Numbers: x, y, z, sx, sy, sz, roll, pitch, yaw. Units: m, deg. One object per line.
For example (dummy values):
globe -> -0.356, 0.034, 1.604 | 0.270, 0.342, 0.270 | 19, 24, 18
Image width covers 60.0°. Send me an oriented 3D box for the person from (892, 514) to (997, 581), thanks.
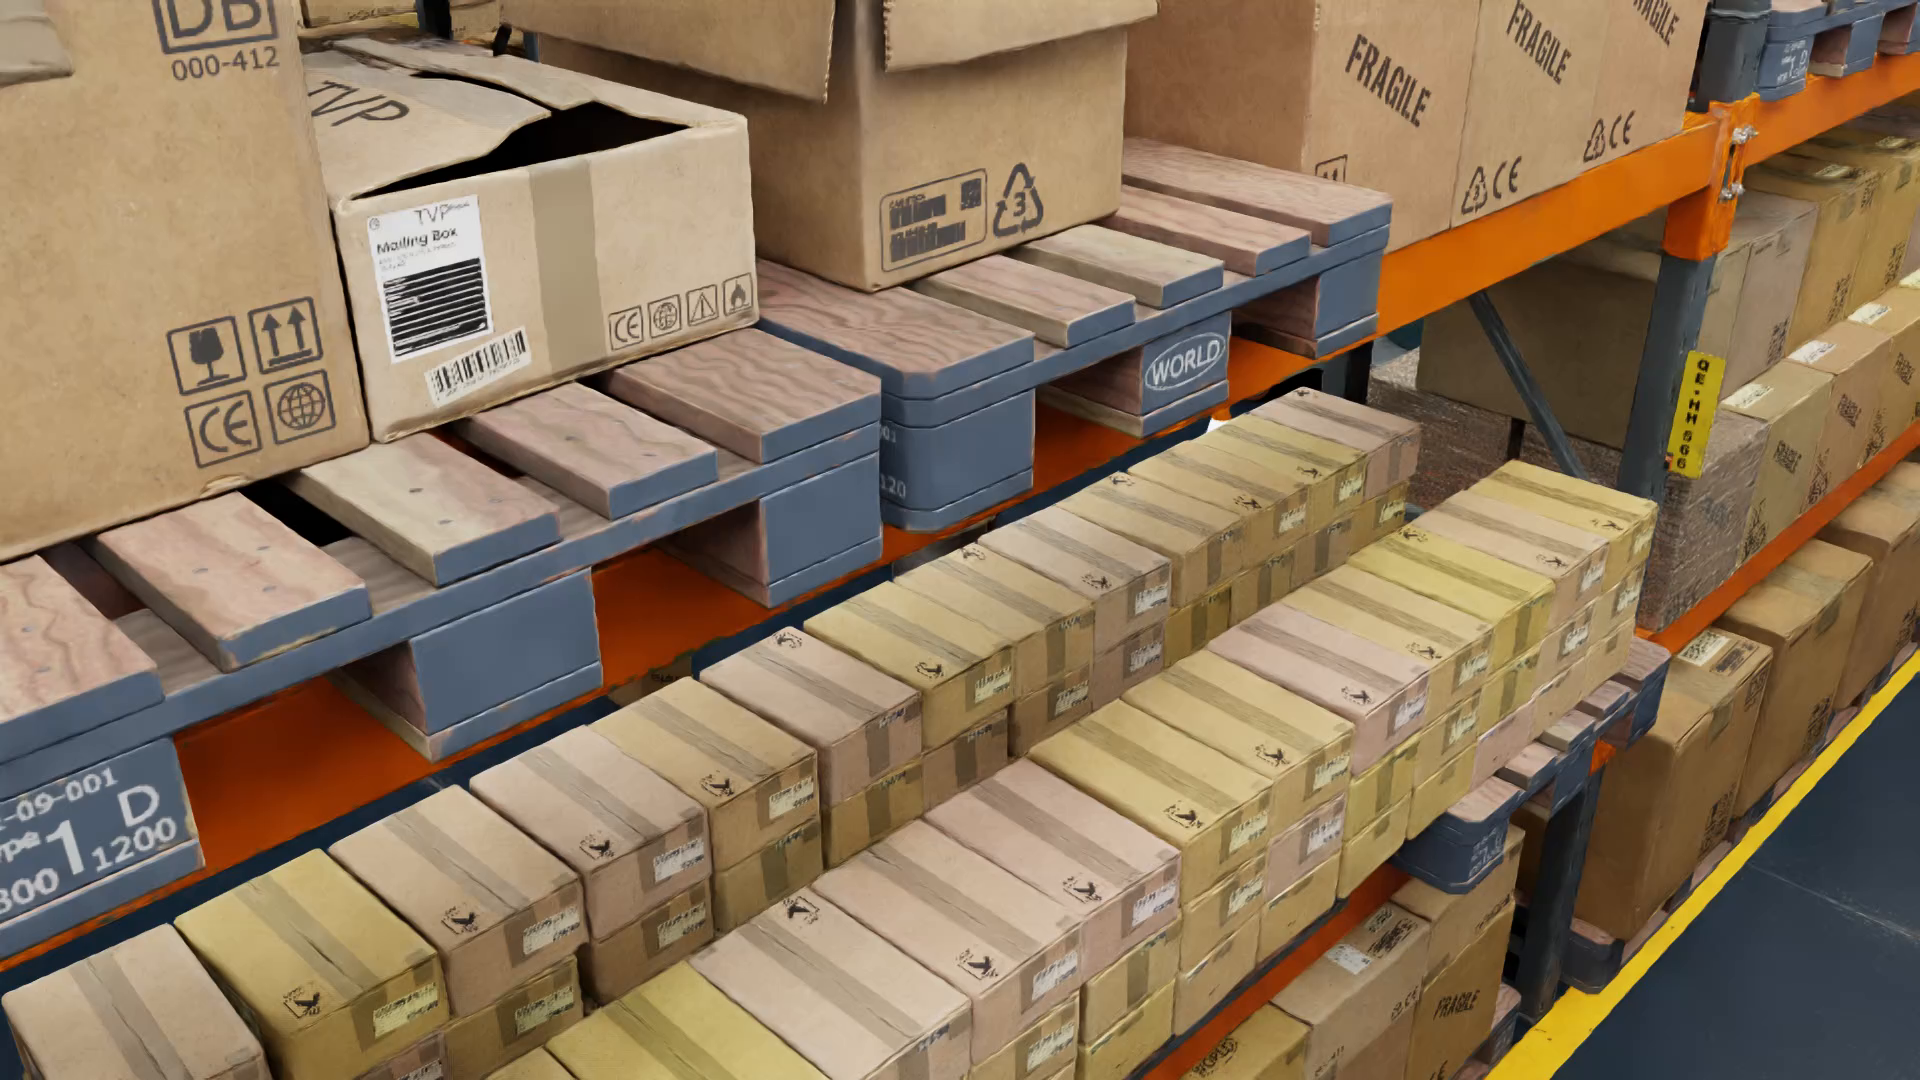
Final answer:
person -> -0.077, -0.080, 6.198 | 0.388, 1.771, 0.613 | 23, 35, 36
